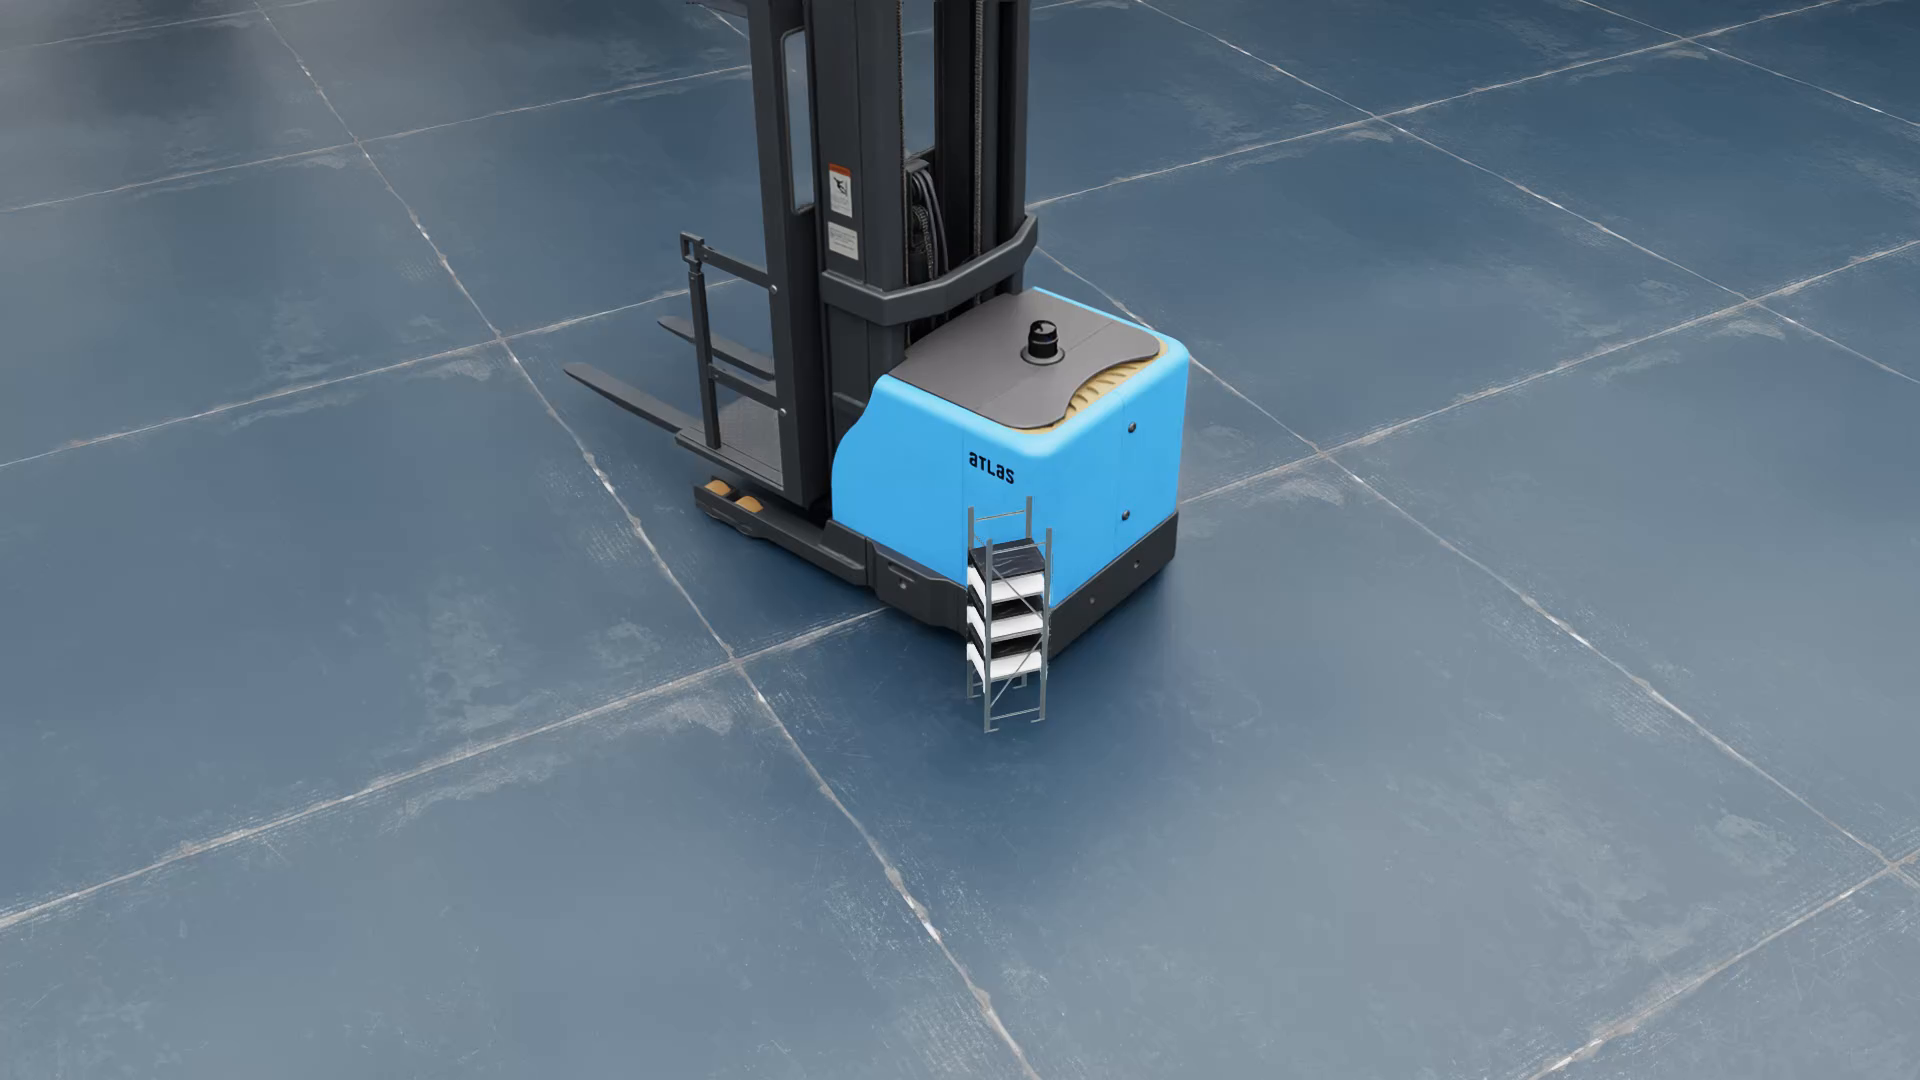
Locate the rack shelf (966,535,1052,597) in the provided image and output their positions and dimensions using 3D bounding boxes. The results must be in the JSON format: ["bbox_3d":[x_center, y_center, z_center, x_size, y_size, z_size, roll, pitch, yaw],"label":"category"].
[{"bbox_3d":[0.175,0.092,5.960,0.258,0.077,0.200,-11,37,-14],"label":"rack shelf"}]

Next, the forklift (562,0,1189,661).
[{"bbox_3d":[-0.544,-1.420,6.709,3.031,2.935,1.130,26,44,31],"label":"forklift"}]

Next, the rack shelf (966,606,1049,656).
[{"bbox_3d":[0.175,0.310,6.119,0.258,0.077,0.200,-11,37,-14],"label":"rack shelf"}]

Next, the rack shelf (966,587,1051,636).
[{"bbox_3d":[0.175,0.237,6.066,0.258,0.077,0.200,-11,37,-14],"label":"rack shelf"}]

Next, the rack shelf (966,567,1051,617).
[{"bbox_3d":[0.175,0.165,6.013,0.258,0.077,0.200,-11,37,-14],"label":"rack shelf"}]

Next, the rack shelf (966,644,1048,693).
[{"bbox_3d":[0.175,0.455,6.225,0.258,0.077,0.200,-11,37,-14],"label":"rack shelf"}]

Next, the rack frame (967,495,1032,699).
[{"bbox_3d":[0.144,0.226,6.177,0.240,0.900,0.006,-11,37,-14],"label":"rack frame"}]

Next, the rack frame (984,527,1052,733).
[{"bbox_3d":[0.206,0.340,6.021,0.240,0.900,0.006,-11,37,-14],"label":"rack frame"}]

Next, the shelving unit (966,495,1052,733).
[{"bbox_3d":[0.175,0.283,6.099,0.258,0.900,0.210,-11,37,-14],"label":"shelving unit"}]

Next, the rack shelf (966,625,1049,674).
[{"bbox_3d":[0.175,0.383,6.172,0.258,0.077,0.200,-11,37,-14],"label":"rack shelf"}]
